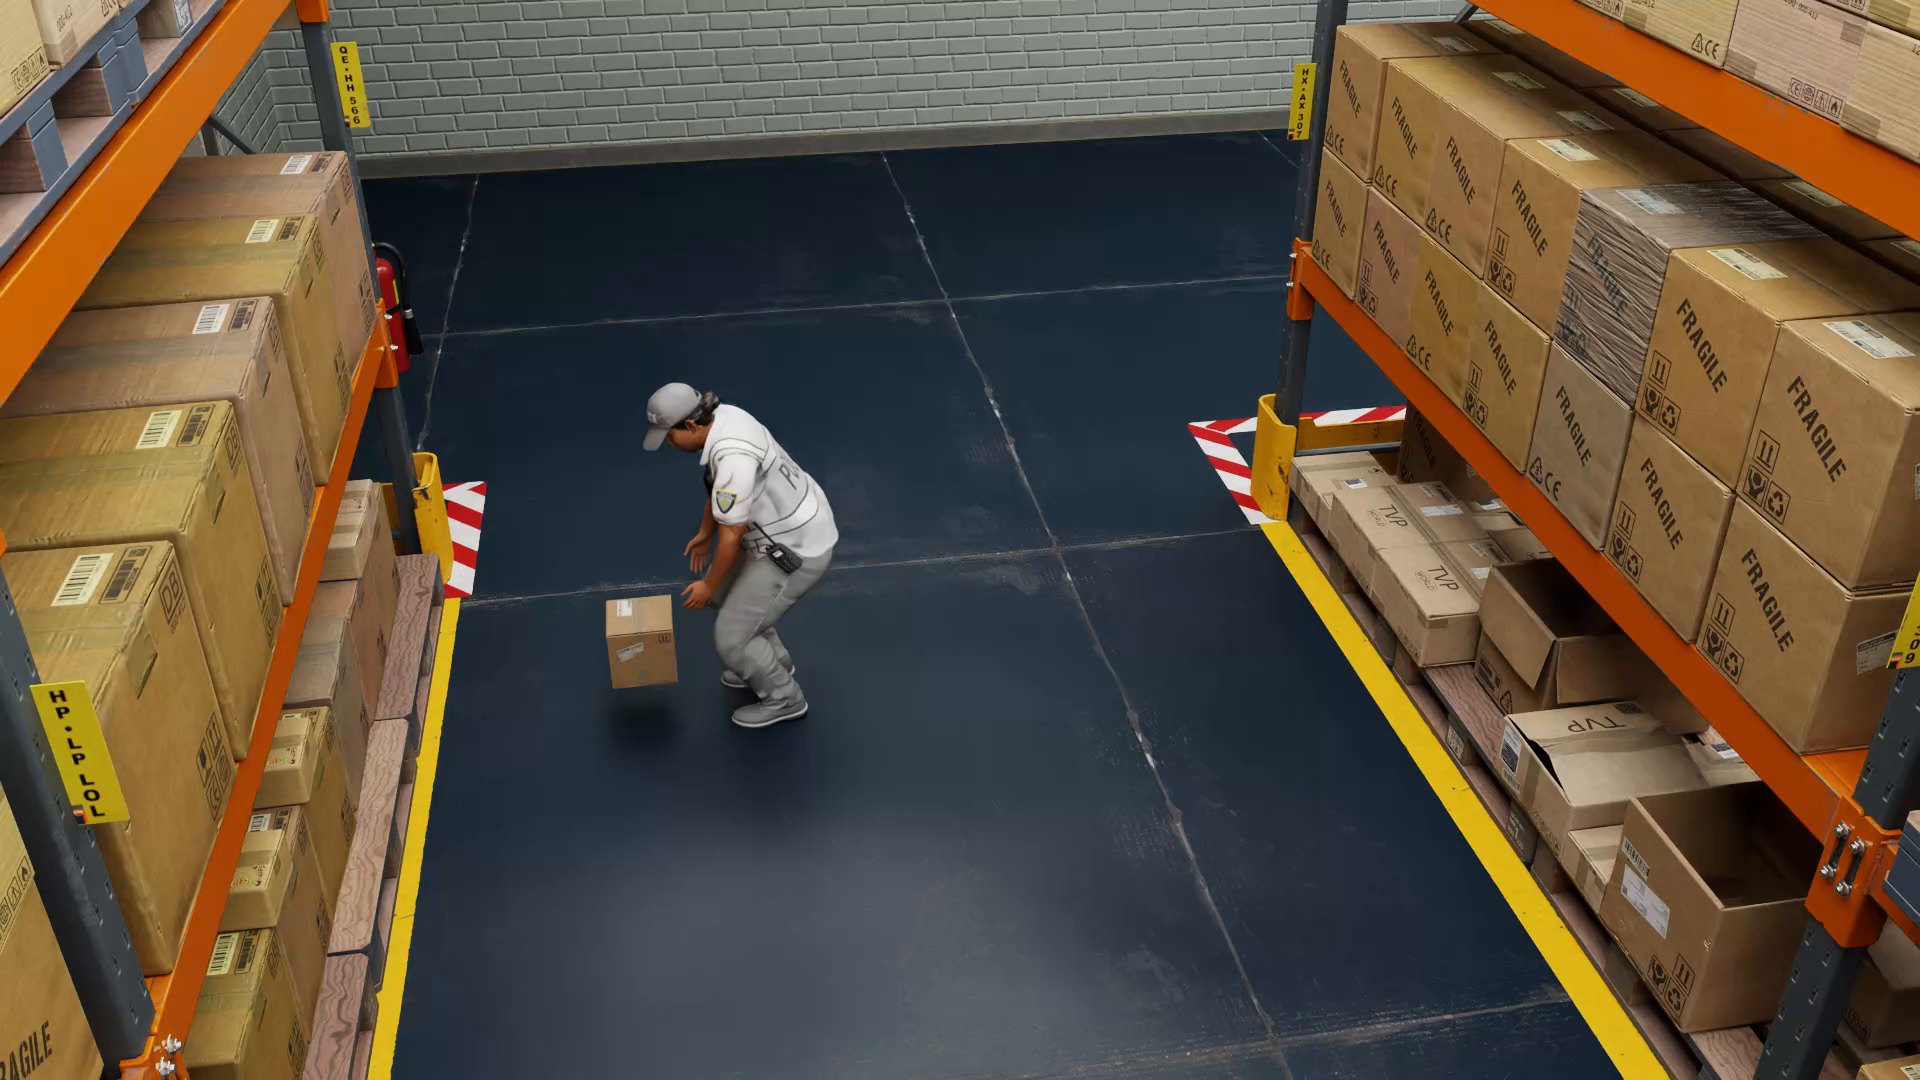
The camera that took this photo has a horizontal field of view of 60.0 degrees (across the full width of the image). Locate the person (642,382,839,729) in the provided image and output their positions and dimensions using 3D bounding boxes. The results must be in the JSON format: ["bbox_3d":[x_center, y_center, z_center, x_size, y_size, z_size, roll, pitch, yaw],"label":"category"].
[{"bbox_3d":[-0.805,0.045,6.293,0.691,1.432,0.532,-5,31,-8],"label":"person"}]
